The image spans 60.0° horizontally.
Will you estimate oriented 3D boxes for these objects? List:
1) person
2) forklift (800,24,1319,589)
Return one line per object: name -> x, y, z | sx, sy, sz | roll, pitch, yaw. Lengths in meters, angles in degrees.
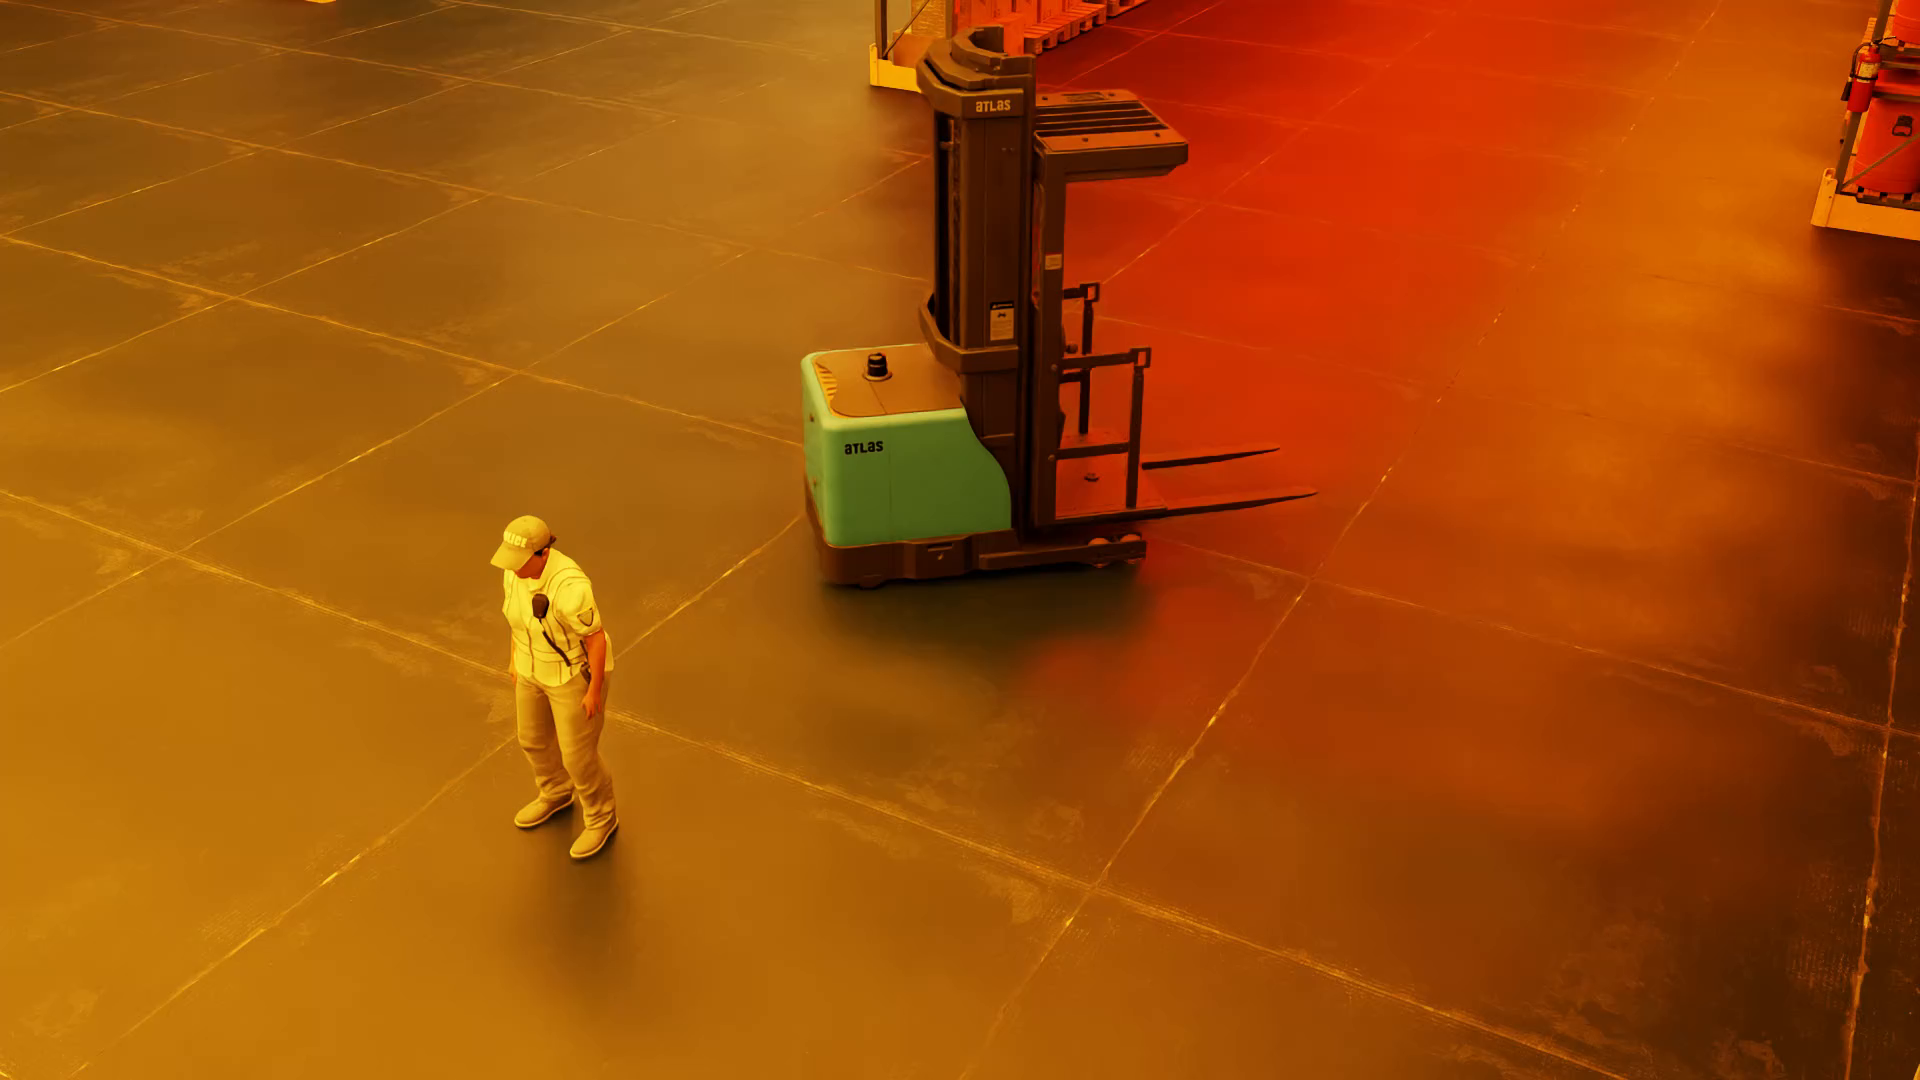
person -> -1.783, 0.605, 7.295 | 0.525, 1.667, 0.465 | 19, 35, 29
forklift -> 0.622, -1.364, 9.434 | 3.031, 2.935, 1.130 | -6, 31, -11
